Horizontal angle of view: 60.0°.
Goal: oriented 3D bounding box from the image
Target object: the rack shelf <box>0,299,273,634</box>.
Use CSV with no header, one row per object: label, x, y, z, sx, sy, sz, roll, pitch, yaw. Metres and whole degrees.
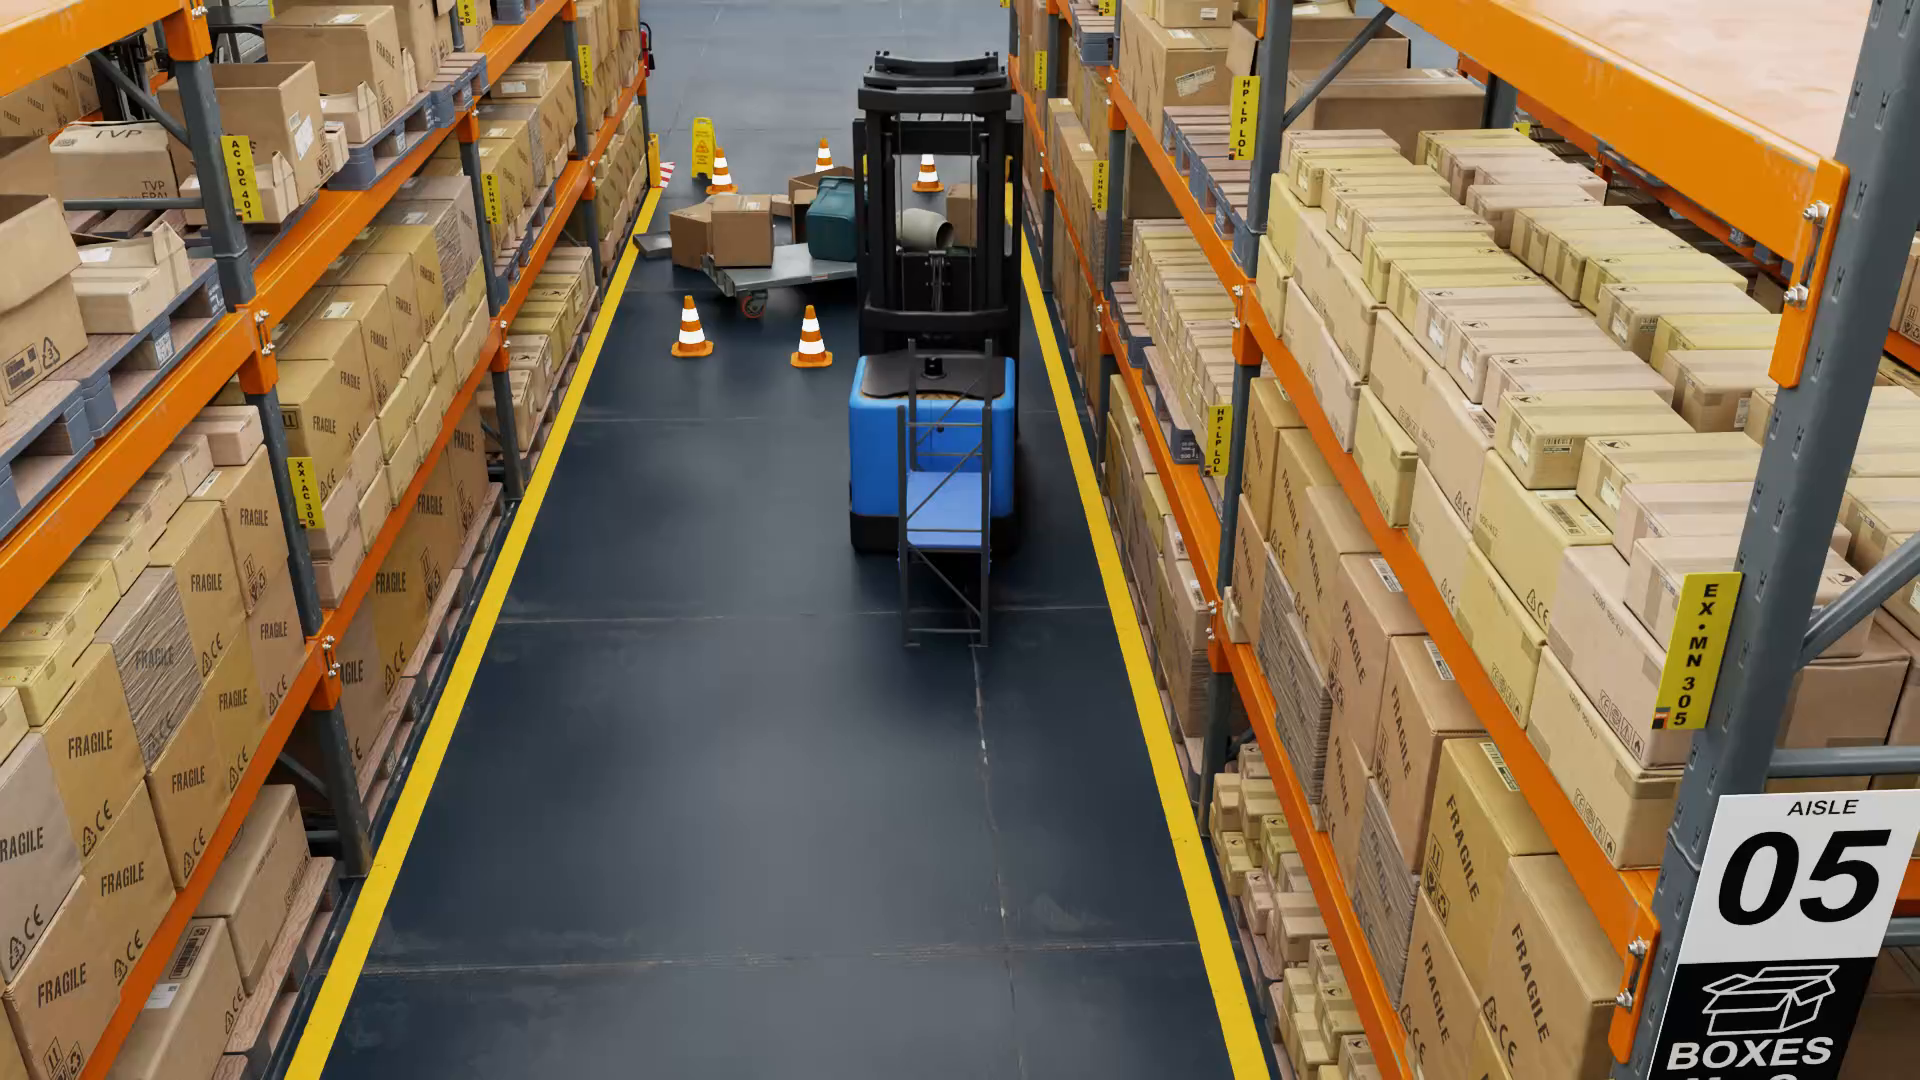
rack shelf,-3.170,0.152,4.811,1.077,0.370,4.000,-1,28,-3

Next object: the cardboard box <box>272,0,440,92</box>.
cardboard box,-3.242,-2.716,8.970,0.700,0.500,0.500,-3,28,-5

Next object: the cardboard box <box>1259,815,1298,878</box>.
cardboard box,1.492,1.296,7.070,0.380,0.149,0.250,-2,28,-3

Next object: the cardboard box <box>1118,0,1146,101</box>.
cardboard box,1.219,-2.878,9.735,0.500,0.500,0.500,-1,28,-3

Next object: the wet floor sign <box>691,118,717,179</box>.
wet floor sign,-2.842,-4.372,18.497,0.267,0.644,0.232,8,29,15

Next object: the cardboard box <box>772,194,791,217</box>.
cardboard box,-1.815,-3.482,17.328,0.380,0.149,0.250,13,30,24

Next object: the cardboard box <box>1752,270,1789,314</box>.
cardboard box,6.310,-1.820,12.474,0.500,0.250,0.500,2,28,3

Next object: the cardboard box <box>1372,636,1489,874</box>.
cardboard box,1.538,0.622,4.866,0.500,0.500,0.500,0,28,0

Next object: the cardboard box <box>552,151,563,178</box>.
cardboard box,-3.327,-2.941,13.025,0.380,0.149,0.250,-1,28,-2

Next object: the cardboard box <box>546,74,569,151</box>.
cardboard box,-3.412,-3.381,13.167,0.500,0.500,0.500,-1,28,-2

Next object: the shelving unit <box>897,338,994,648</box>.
shelving unit,-0.073,-0.285,9.736,0.538,1.500,1.048,1,28,2

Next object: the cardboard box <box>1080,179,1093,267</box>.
cardboard box,1.138,-2.250,11.775,0.500,0.500,0.500,-1,28,-3

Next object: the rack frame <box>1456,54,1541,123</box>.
rack frame,5.996,-5.542,18.194,1.000,3.000,0.127,-1,28,-3

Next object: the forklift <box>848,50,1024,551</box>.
forklift,-0.131,-1.870,11.228,1.130,2.935,3.031,1,28,2

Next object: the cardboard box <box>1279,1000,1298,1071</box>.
cardboard box,1.470,1.925,6.506,0.380,0.149,0.250,-2,28,-4

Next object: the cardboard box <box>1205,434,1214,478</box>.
cardboard box,1.420,-0.415,8.182,0.380,0.149,0.250,-1,28,-3

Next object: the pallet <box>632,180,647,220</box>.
pallet,-3.890,-3.655,17.591,1.003,0.211,1.213,-1,28,-3

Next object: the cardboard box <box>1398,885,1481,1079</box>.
cardboard box,1.570,1.305,4.637,0.500,0.500,0.500,-2,28,-3

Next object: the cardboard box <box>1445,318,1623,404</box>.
cardboard box,1.526,-0.480,4.436,0.380,0.149,0.250,-1,28,-2

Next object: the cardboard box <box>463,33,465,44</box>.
cardboard box,-3.343,-3.146,10.502,0.396,0.266,0.258,-1,28,-3

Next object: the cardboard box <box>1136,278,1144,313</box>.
cardboard box,1.290,-1.513,10.288,0.380,0.149,0.250,0,28,0

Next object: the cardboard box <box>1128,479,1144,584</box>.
cardboard box,1.298,-0.050,9.913,0.500,0.500,0.500,-2,28,-4

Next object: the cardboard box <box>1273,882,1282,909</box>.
cardboard box,1.526,1.545,6.913,0.380,0.149,0.250,-3,28,-5

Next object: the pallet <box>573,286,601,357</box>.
pallet,-3.650,-1.859,14.149,1.003,0.211,1.213,-1,28,-3

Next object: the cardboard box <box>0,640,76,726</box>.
cardboard box,-2.847,0.424,4.866,0.380,0.149,0.250,-2,28,-4

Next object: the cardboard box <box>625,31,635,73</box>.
cardboard box,-3.576,-5.003,16.732,0.500,0.500,0.500,-1,28,-3

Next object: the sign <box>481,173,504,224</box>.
sign,-2.929,-2.136,10.412,0.100,0.325,0.005,-1,28,-3

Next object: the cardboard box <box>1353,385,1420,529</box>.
cardboard box,1.491,-0.257,4.979,0.500,0.250,0.500,0,28,0

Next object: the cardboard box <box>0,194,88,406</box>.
cardboard box,-3.172,-0.745,5.079,0.797,0.503,0.637,1,28,1

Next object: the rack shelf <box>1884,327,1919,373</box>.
rack shelf,6.518,-0.605,9.506,1.077,0.370,4.000,-1,28,-3

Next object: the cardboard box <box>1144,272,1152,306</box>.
cardboard box,1.313,-1.504,9.949,0.380,0.149,0.250,-2,28,-4

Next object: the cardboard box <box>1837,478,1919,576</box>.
cardboard box,2.088,-0.015,3.543,0.380,0.149,0.250,0,28,-1

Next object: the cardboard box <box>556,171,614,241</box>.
cardboard box,-3.453,-3.034,15.093,0.500,0.500,0.500,0,28,0

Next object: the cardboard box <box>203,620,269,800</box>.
cardboard box,-2.963,0.641,6.232,0.500,0.500,0.500,-2,28,-4

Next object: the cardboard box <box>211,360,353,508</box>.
cardboard box,-3.010,-0.458,7.258,0.500,0.500,0.500,-1,28,-2

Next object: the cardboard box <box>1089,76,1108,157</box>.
cardboard box,1.358,-3.176,12.468,0.700,0.500,0.500,-2,28,-3

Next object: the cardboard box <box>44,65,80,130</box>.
cardboard box,-8.483,-4.063,15.251,0.500,0.500,0.500,-2,28,-3

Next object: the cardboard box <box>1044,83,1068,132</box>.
cardboard box,1.215,-3.858,14.803,0.875,0.550,0.550,-1,28,-3

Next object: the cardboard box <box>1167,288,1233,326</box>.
cardboard box,1.356,-1.288,9.211,0.380,0.149,0.250,-1,28,-1

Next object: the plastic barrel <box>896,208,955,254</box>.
plastic barrel,-0.345,-2.966,16.041,0.512,0.421,0.421,19,33,32

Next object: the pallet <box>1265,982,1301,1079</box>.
pallet,1.801,2.184,6.397,1.003,0.211,1.213,-1,28,-3

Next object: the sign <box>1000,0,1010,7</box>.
sign,0.482,-5.877,17.815,0.100,0.325,0.005,-1,28,-3

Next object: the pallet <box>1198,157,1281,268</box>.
pallet,1.738,-1.461,7.329,1.213,0.211,1.003,-1,28,-3

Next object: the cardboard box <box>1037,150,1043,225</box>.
cardboard box,1.232,-3.574,16.264,0.875,0.875,0.875,-1,28,-2

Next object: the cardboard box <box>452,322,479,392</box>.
cardboard box,-3.155,-1.079,9.799,0.500,0.250,0.500,-1,28,-2

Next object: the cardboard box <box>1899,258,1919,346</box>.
cardboard box,6.196,-1.422,10.187,0.500,0.500,0.500,-2,28,-4

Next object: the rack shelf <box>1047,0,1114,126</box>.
rack shelf,1.350,-3.709,12.214,1.077,0.370,4.000,-1,28,-3

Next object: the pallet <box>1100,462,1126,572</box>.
pallet,1.494,-0.177,10.923,1.003,0.211,1.213,-1,28,-3

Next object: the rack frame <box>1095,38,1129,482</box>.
rack frame,1.455,-1.774,10.970,1.000,3.000,0.127,-1,28,-3

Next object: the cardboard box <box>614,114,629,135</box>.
cardboard box,-3.490,-4.120,16.475,0.380,0.149,0.250,0,28,0

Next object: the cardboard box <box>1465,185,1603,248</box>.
cardboard box,1.928,-1.093,5.611,0.380,0.149,0.250,0,28,-1

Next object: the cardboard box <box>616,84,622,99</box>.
cardboard box,-3.531,-4.434,16.342,0.380,0.149,0.250,-2,28,-3

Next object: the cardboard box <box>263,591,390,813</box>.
cardboard box,-3.387,0.711,8.049,0.875,0.875,0.875,-1,28,-1
